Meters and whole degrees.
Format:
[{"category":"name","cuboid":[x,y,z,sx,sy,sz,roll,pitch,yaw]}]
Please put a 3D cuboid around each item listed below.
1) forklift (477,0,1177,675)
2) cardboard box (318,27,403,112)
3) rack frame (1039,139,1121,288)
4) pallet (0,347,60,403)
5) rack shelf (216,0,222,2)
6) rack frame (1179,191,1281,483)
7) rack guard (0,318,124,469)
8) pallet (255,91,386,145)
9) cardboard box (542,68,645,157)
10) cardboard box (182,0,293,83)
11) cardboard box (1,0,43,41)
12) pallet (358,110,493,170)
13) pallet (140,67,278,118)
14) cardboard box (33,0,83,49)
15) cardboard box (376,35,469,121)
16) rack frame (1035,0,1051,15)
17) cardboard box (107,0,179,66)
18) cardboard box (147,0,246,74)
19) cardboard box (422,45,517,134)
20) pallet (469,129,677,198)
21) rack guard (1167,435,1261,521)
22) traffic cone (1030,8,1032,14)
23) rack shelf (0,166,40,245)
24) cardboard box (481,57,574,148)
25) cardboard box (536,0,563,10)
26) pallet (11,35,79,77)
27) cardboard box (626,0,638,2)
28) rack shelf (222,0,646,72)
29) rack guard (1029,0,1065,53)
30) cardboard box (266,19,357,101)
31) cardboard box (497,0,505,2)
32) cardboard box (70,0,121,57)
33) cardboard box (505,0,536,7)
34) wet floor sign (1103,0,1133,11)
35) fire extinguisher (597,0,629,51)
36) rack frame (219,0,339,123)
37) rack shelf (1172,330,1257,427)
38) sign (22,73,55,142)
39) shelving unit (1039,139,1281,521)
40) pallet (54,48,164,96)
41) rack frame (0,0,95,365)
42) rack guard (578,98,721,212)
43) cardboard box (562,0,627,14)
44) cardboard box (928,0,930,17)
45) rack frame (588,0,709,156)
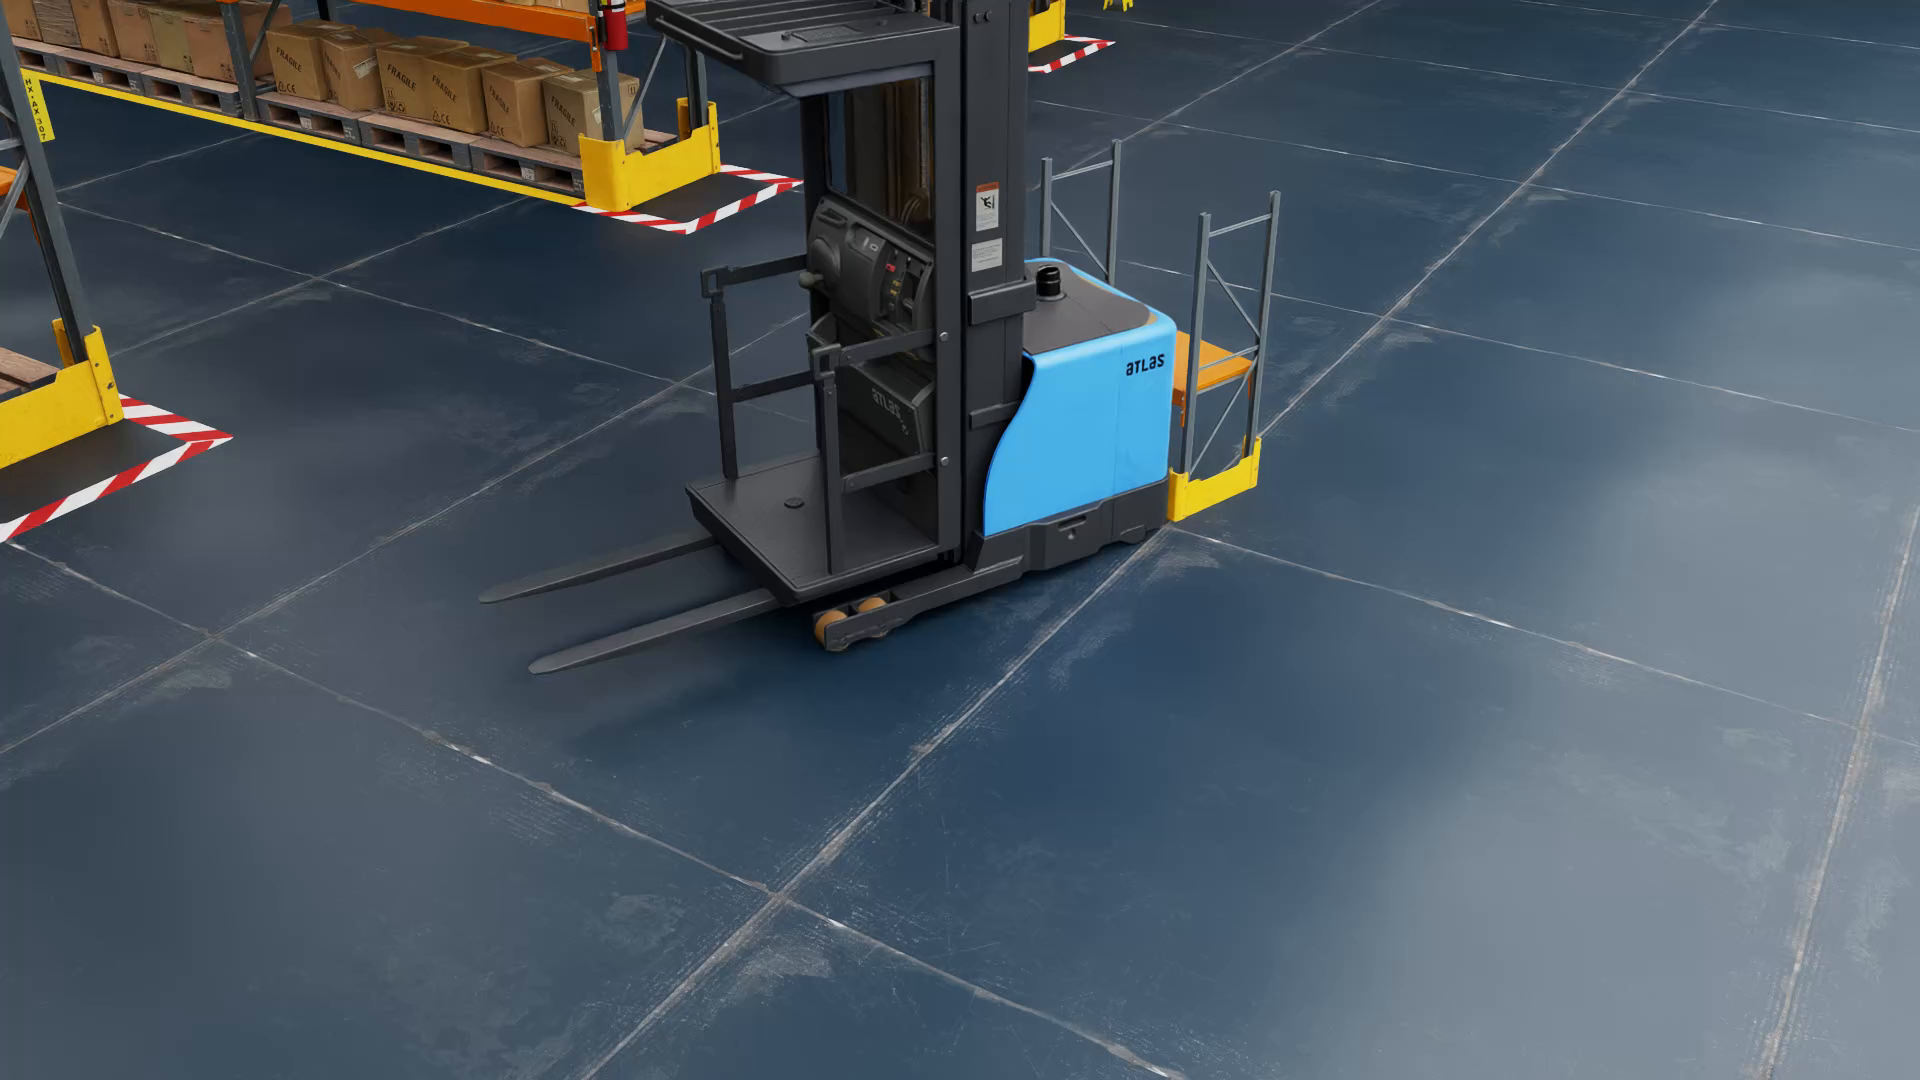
[{"category":"forklift","cuboid":[-0.550,-1.106,6.736,3.031,2.935,1.130,-18,35,-28]},{"category":"cardboard box","cuboid":[-4.750,-3.765,13.290,0.500,0.500,0.500,-23,37,-33]},{"category":"rack frame","cuboid":[0.586,-1.229,8.369,0.500,1.500,0.032,-23,37,-33]},{"category":"pallet","cuboid":[-5.576,-0.768,8.856,1.213,0.211,1.003,18,35,27]},{"category":"rack shelf","cuboid":[-7.250,-5.162,14.336,4.000,0.370,1.077,18,35,27]},{"category":"rack frame","cuboid":[1.235,-0.835,7.693,0.500,1.500,0.032,-23,37,-33]},{"category":"rack guard","cuboid":[-4.891,-0.672,8.406,0.348,0.500,1.175,18,35,27]},{"category":"pallet","cuboid":[-4.969,-3.568,13.657,1.213,0.211,1.003,18,35,27]},{"category":"cardboard box","cuboid":[-2.688,-3.142,12.223,0.500,0.500,0.500,25,39,36]},{"category":"cardboard box","cuboid":[-6.065,-4.221,14.053,0.500,0.500,0.700,15,33,24]},{"category":"cardboard box","cuboid":[-8.366,-4.948,15.299,0.500,0.500,0.700,16,34,25]},{"category":"pallet","cuboid":[-3.931,-3.242,13.097,1.213,0.211,1.003,18,35,27]},{"category":"pallet","cuboid":[-6.216,-3.941,14.296,1.213,0.211,1.003,18,35,27]},{"category":"cardboard box","cuboid":[-7.889,-4.805,15.054,0.500,0.500,0.700,15,33,23]},{"category":"cardboard box","cuboid":[-4.182,-3.632,13.062,0.500,0.500,0.500,14,33,23]},{"category":"rack frame","cuboid":[0.554,-5.956,14.982,0.127,3.000,1.000,18,35,27]},{"category":"cardboard box","cuboid":[-6.933,-4.507,14.543,0.500,0.500,0.700,14,33,23]},{"category":"cardboard box","cuboid":[-6.459,-4.357,14.286,0.500,0.500,0.700,17,34,27]},{"category":"cardboard box","cuboid":[-3.733,-3.463,12.773,0.500,0.500,0.500,21,36,32]},{"category":"pallet","cuboid":[-2.902,-2.914,12.536,1.213,0.211,1.003,18,35,27]},{"category":"rack guard","cuboid":[1.222,-0.302,8.020,0.587,0.250,0.087,-23,37,-33]},{"category":"traffic cone","cuboid":[0.859,-5.608,16.904,0.334,0.463,0.336,18,35,27]},{"category":"rack shelf","cuboid":[-6.495,-1.977,8.876,4.000,0.370,1.077,18,35,27]},{"category":"cardboard box","cuboid":[-3.213,-3.287,12.472,0.500,0.500,0.500,-25,38,-36]},{"category":"cardboard box","cuboid":[-2.731,-3.813,11.558,0.250,0.149,0.380,18,35,27]},{"category":"pallet","cuboid":[-8.283,-4.594,15.416,1.213,0.211,1.003,18,35,27]},{"category":"cardboard box","cuboid":[-2.283,-3.935,11.768,0.250,0.149,0.380,18,35,27]},{"category":"rack shelf","cuboid":[-3.862,-4.091,12.499,4.000,0.370,1.077,18,35,27]},{"category":"rack guard","cuboid":[0.574,-4.869,15.601,0.348,0.500,1.175,18,35,27]},{"category":"cardboard box","cuboid":[-5.239,-3.915,13.548,0.500,0.500,0.500,16,34,26]},{"category":"cardboard box","cuboid":[-3.174,-3.931,11.761,0.250,0.149,0.380,18,35,27]},{"category":"cardboard box","cuboid":[-7.406,-4.656,14.799,0.500,0.500,0.700,21,36,31]},{"category":"cardboard box","cuboid":[-2.970,-3.858,11.635,0.250,0.149,0.380,18,35,27]},{"category":"wet floor sign","cuboid":[1.631,-5.776,17.010,0.232,0.644,0.267,12,32,19]},{"category":"fire extinguisher","cuboid":[-2.316,-3.605,11.029,0.183,0.674,0.296,18,35,27]},{"category":"rack frame","cuboid":[-5.556,-4.937,13.236,0.127,3.000,1.000,18,35,27]},{"category":"rack shelf","cuboid":[0.910,-0.877,8.121,0.538,0.185,1.000,-23,37,-33]},{"category":"sign","cuboid":[-4.505,-2.105,8.107,0.005,0.325,0.100,18,35,27]},{"category":"shelving unit","cuboid":[0.904,-1.036,8.037,0.587,1.500,1.083,-23,37,-33]},{"category":"pallet","cuboid":[-7.254,-4.267,14.855,1.213,0.211,1.003,18,35,27]},{"category":"rack frame","cuboid":[-4.801,-1.752,7.776,0.127,3.000,1.000,18,35,27]},{"category":"rack guard","cuboid":[-2.233,-2.806,12.064,0.348,0.500,1.175,18,35,27]},{"category":"cardboard box","cuboid":[-2.519,-3.746,11.443,0.250,0.149,0.380,18,35,27]},{"category":"cardboard box","cuboid":[-0.055,-5.373,15.674,0.875,0.875,0.875,18,35,28]},{"category":"rack frame","cuboid":[-2.168,-3.866,11.400,0.127,3.000,1.000,18,35,27]}]
